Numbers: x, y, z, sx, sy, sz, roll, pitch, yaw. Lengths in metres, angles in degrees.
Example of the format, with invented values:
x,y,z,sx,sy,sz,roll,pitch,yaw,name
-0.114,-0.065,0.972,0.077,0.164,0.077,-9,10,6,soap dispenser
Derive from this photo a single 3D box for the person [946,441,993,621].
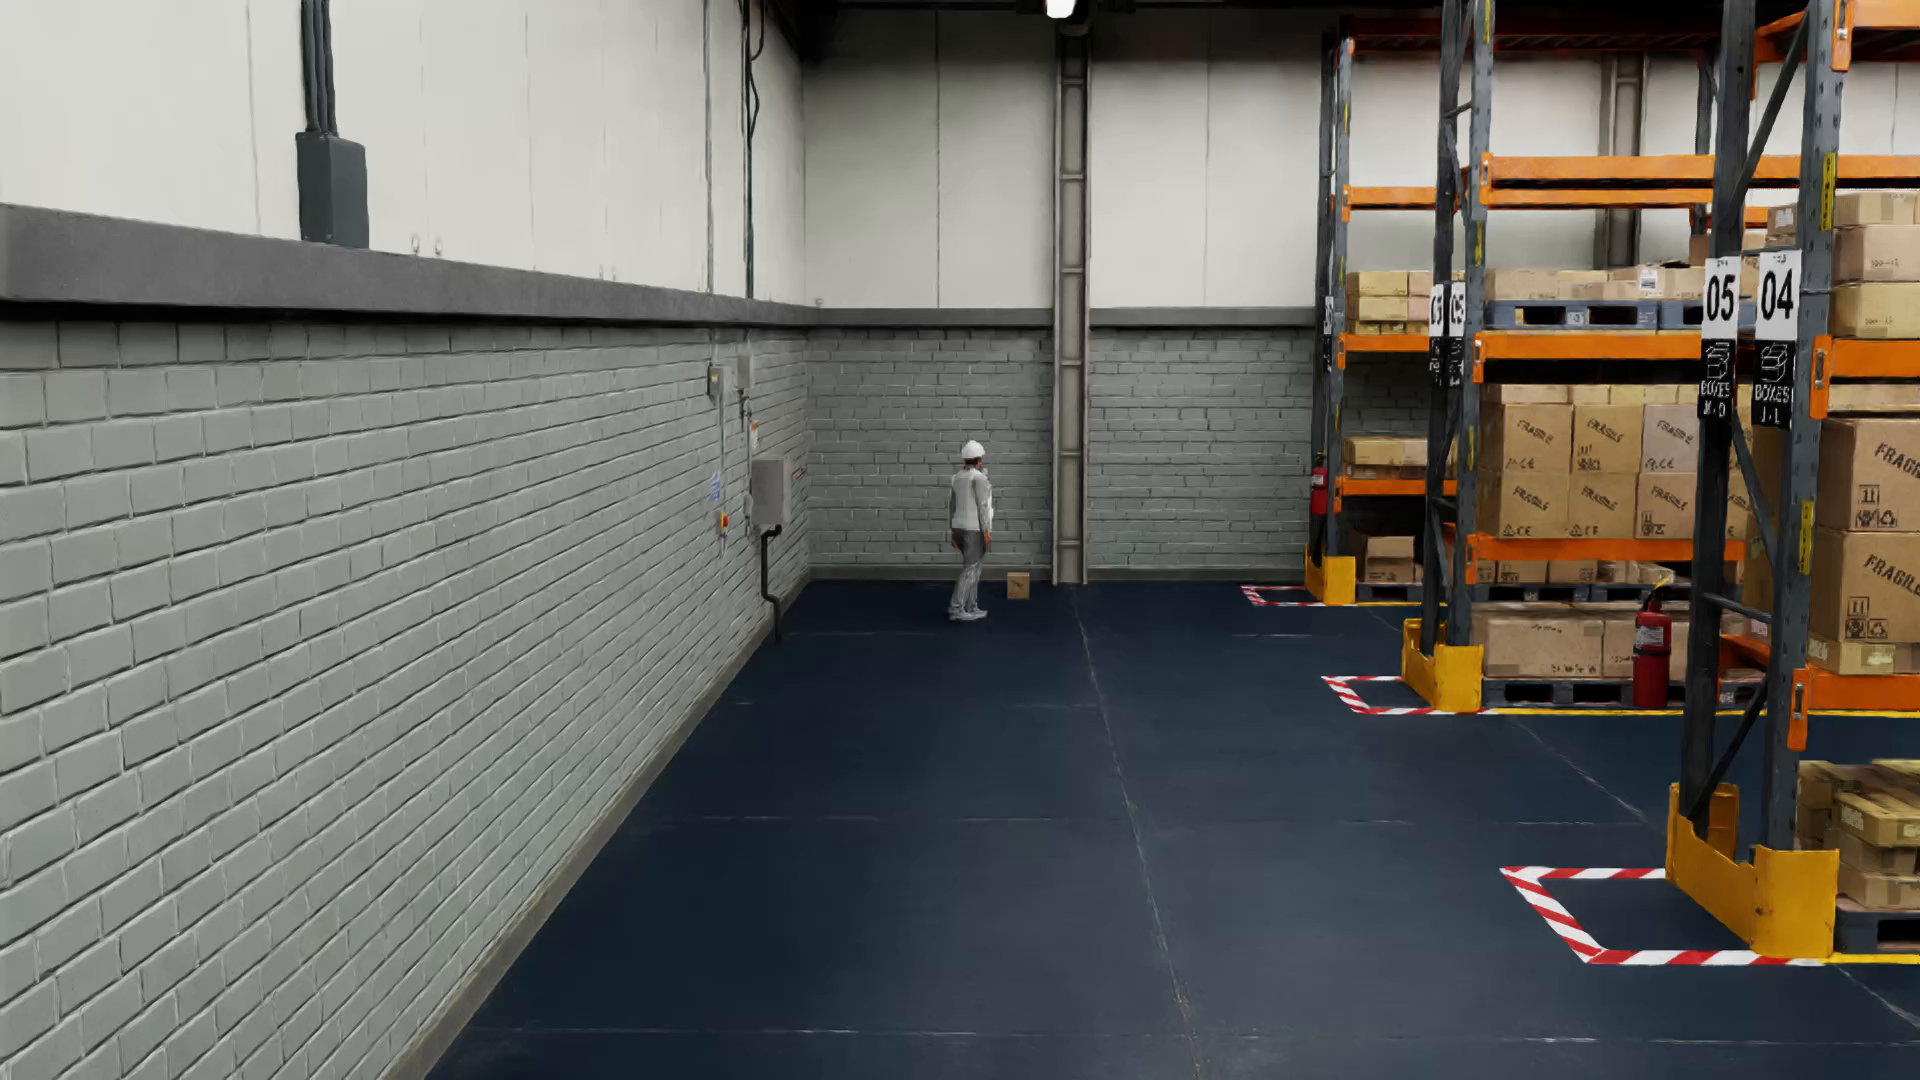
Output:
x,y,z,sx,sy,sz,roll,pitch,yaw,name
0.072,-0.089,16.400,0.556,1.759,0.566,-4,8,-32,person
